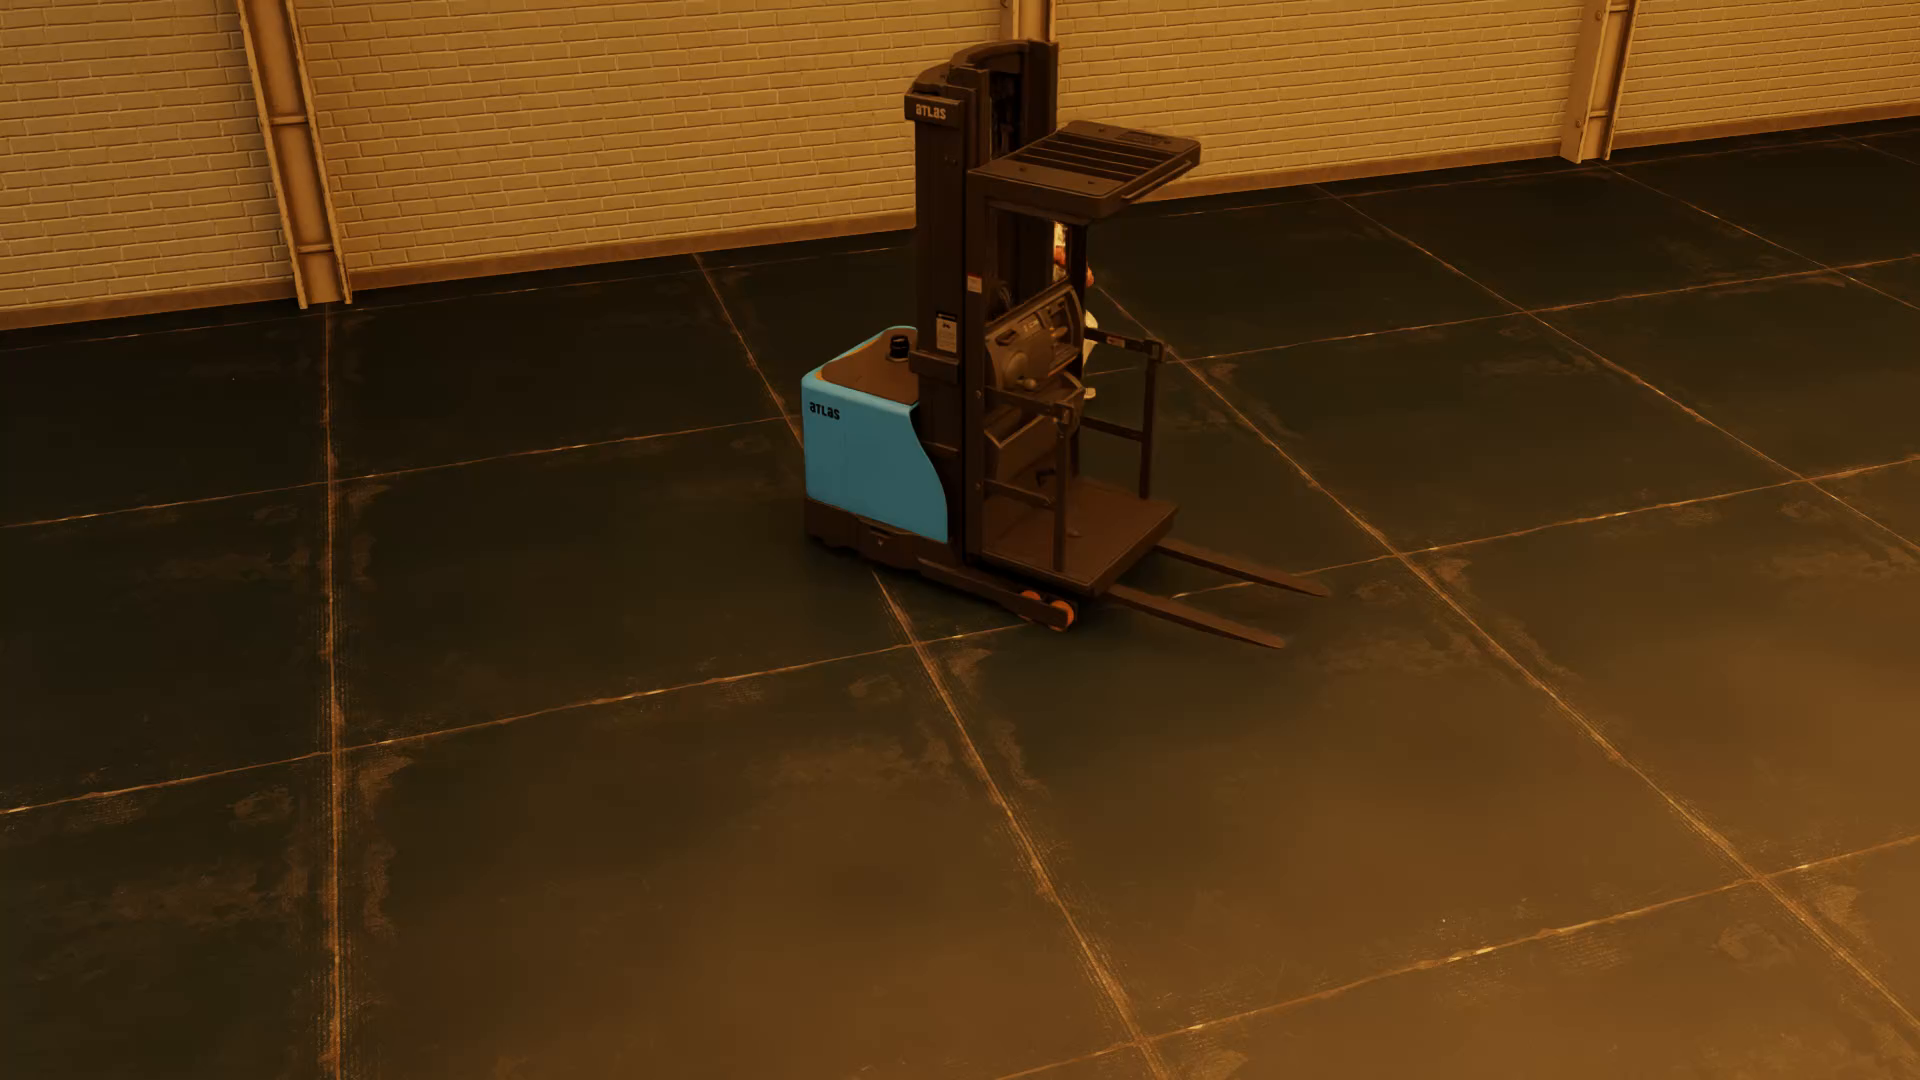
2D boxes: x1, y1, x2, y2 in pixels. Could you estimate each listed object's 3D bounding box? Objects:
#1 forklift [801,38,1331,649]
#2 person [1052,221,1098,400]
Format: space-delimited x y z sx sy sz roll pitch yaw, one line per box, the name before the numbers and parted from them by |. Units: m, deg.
forklift | 0.585 -1.070 8.947 3.031 2.935 1.130 18 35 28
person | 0.683 -1.737 11.607 0.878 1.547 0.840 -12 32 -20
